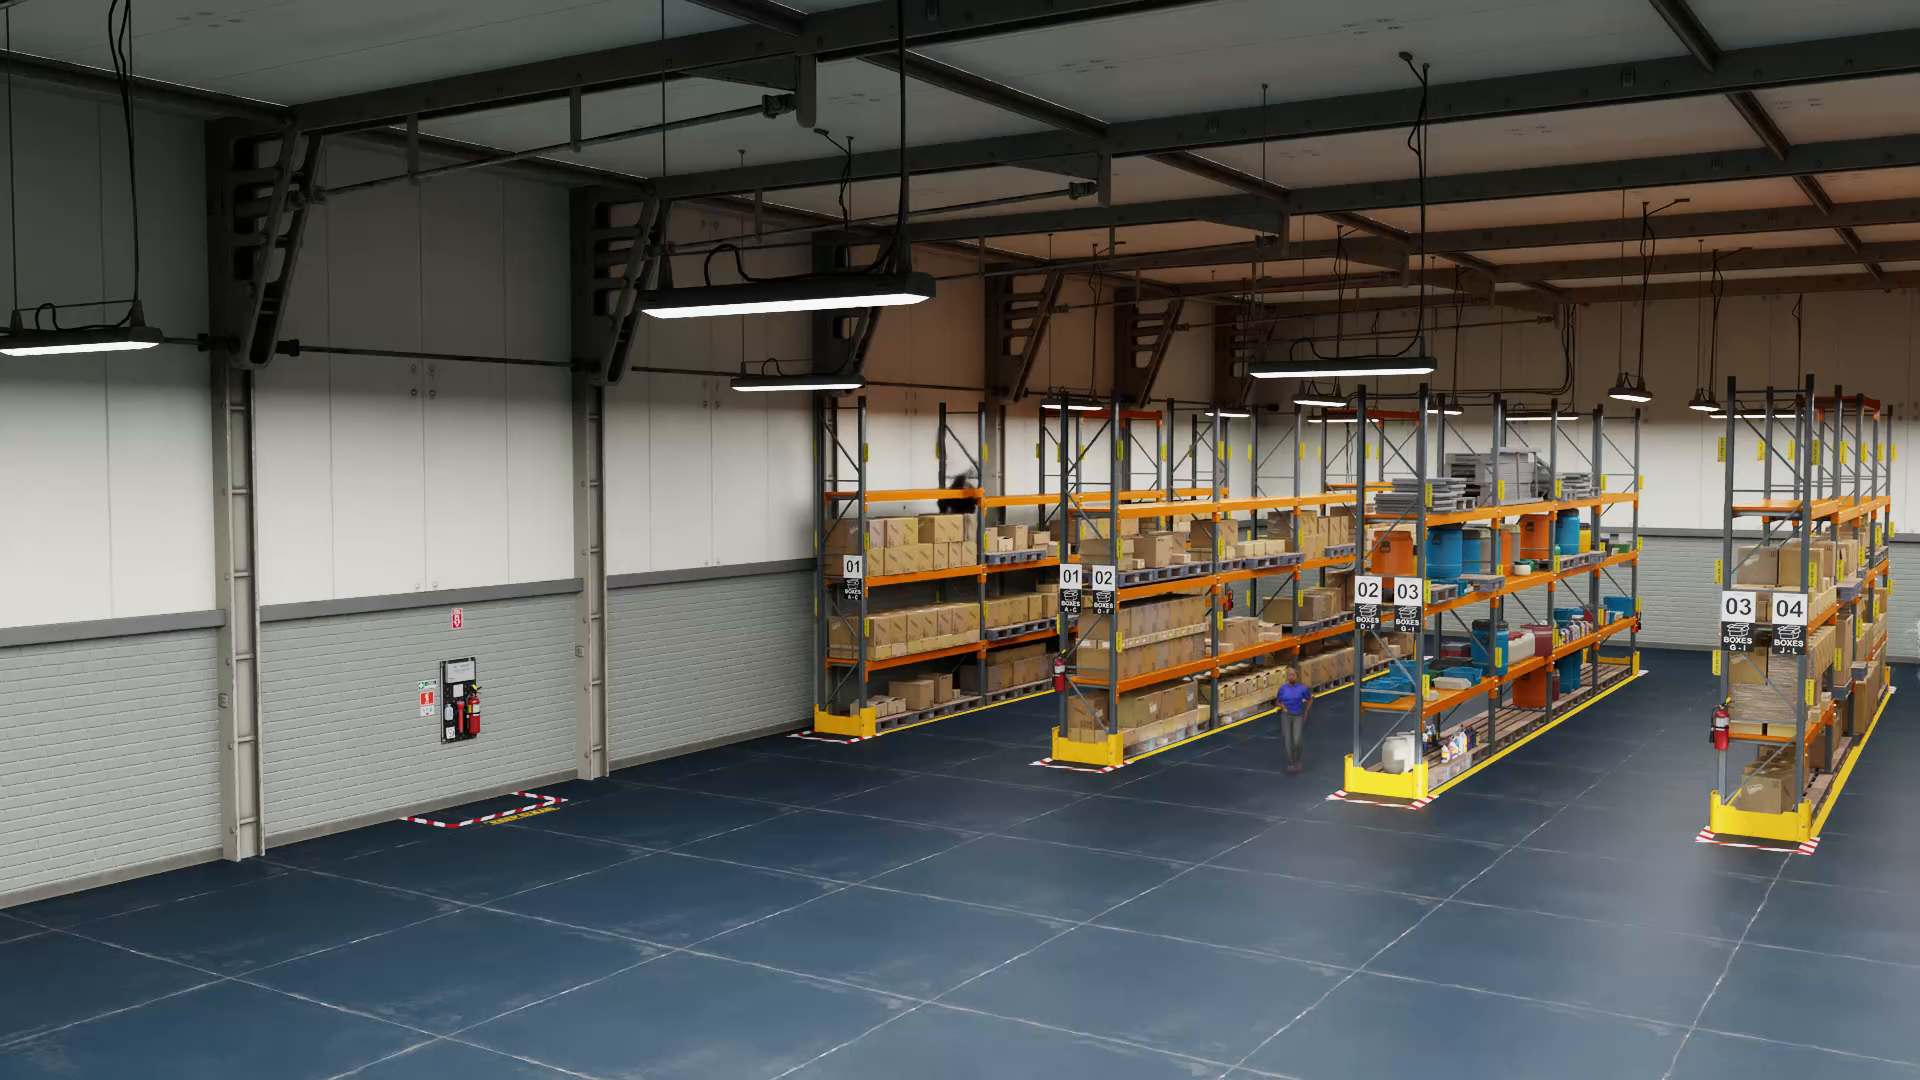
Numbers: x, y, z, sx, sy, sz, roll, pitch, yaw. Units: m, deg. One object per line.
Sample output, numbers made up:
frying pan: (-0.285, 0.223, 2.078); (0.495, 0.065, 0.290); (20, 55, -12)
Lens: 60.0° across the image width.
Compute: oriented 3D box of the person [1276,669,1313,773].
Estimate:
person: (5.182, 2.820, 25.892); (0.554, 1.630, 0.594); (1, 3, 21)
